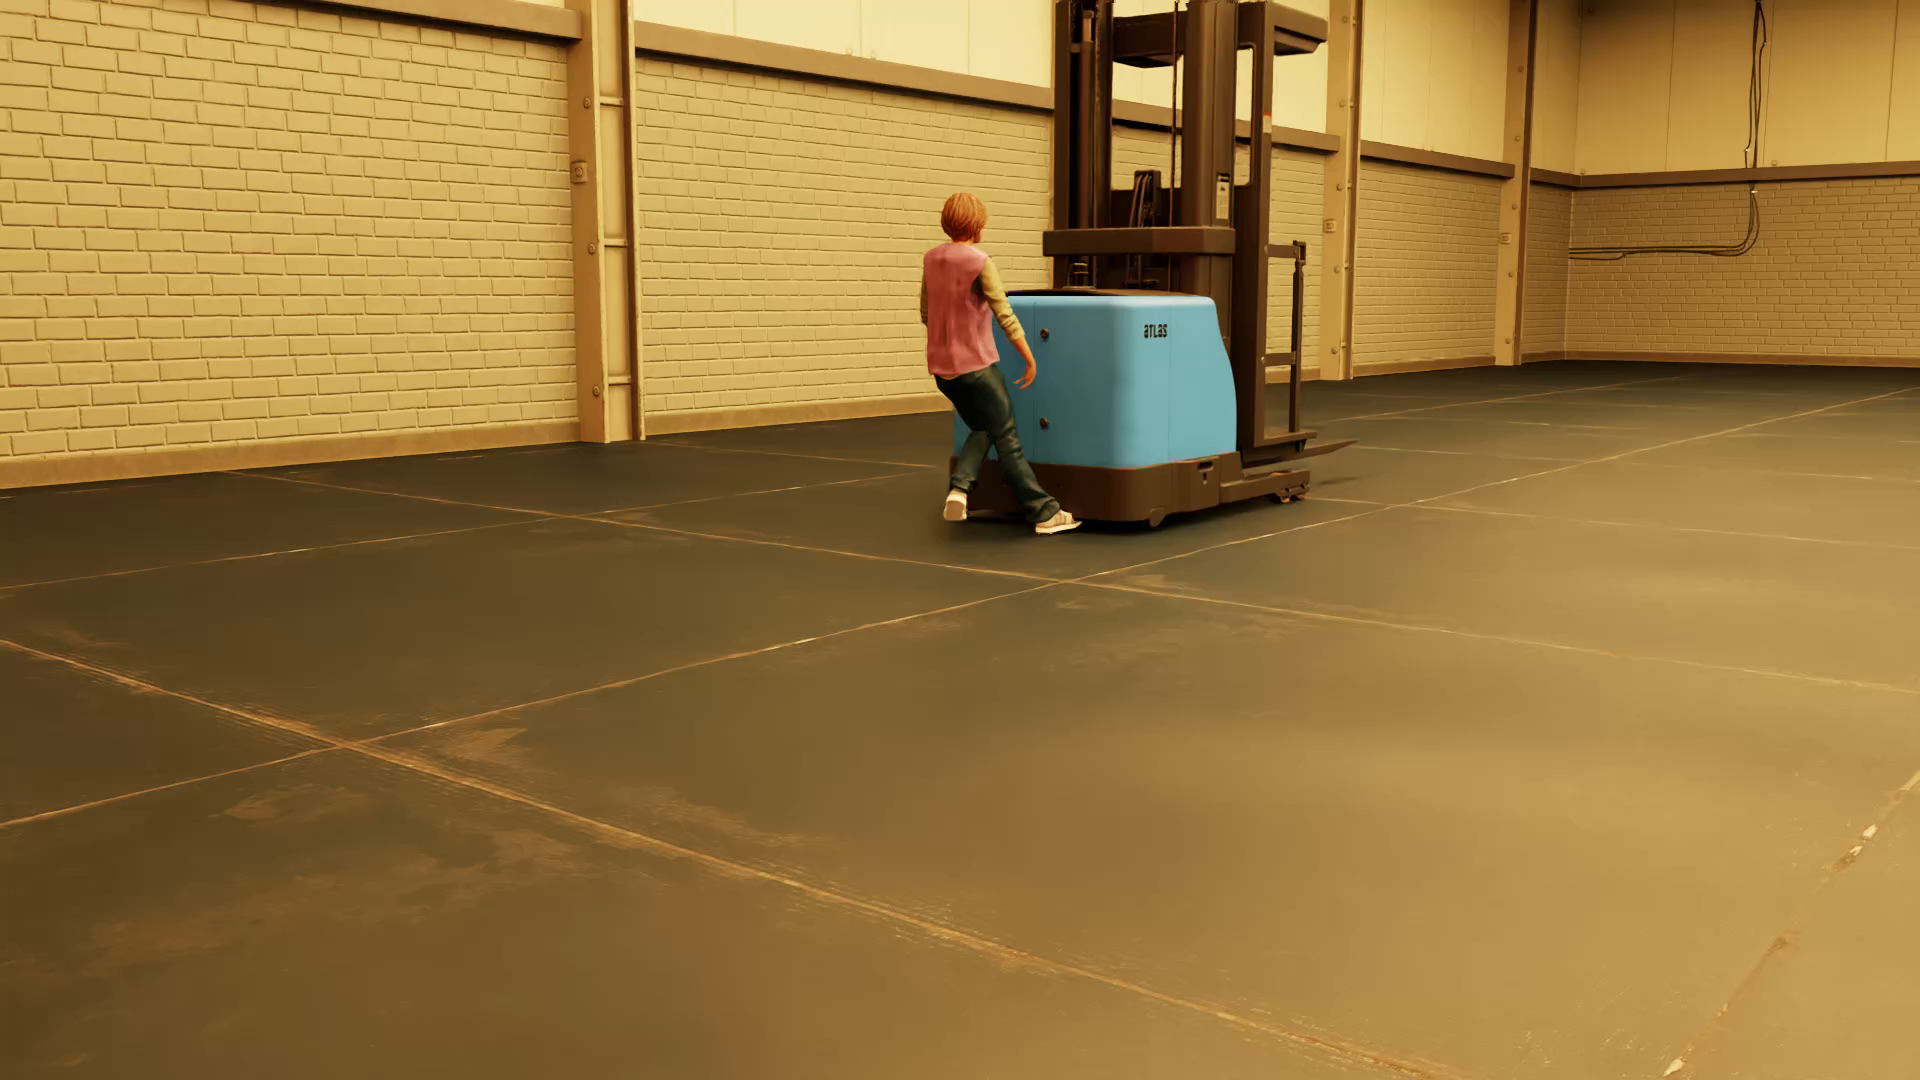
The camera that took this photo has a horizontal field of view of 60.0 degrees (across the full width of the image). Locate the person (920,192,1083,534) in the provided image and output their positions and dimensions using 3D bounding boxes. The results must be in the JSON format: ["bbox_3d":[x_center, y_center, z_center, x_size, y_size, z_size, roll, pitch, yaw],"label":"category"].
[{"bbox_3d":[0.165,-0.805,7.582,0.634,1.522,0.593,-7,11,-38],"label":"person"}]

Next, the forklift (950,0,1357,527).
[{"bbox_3d":[1.219,-1.677,8.744,1.130,2.935,3.031,6,10,35],"label":"forklift"}]
